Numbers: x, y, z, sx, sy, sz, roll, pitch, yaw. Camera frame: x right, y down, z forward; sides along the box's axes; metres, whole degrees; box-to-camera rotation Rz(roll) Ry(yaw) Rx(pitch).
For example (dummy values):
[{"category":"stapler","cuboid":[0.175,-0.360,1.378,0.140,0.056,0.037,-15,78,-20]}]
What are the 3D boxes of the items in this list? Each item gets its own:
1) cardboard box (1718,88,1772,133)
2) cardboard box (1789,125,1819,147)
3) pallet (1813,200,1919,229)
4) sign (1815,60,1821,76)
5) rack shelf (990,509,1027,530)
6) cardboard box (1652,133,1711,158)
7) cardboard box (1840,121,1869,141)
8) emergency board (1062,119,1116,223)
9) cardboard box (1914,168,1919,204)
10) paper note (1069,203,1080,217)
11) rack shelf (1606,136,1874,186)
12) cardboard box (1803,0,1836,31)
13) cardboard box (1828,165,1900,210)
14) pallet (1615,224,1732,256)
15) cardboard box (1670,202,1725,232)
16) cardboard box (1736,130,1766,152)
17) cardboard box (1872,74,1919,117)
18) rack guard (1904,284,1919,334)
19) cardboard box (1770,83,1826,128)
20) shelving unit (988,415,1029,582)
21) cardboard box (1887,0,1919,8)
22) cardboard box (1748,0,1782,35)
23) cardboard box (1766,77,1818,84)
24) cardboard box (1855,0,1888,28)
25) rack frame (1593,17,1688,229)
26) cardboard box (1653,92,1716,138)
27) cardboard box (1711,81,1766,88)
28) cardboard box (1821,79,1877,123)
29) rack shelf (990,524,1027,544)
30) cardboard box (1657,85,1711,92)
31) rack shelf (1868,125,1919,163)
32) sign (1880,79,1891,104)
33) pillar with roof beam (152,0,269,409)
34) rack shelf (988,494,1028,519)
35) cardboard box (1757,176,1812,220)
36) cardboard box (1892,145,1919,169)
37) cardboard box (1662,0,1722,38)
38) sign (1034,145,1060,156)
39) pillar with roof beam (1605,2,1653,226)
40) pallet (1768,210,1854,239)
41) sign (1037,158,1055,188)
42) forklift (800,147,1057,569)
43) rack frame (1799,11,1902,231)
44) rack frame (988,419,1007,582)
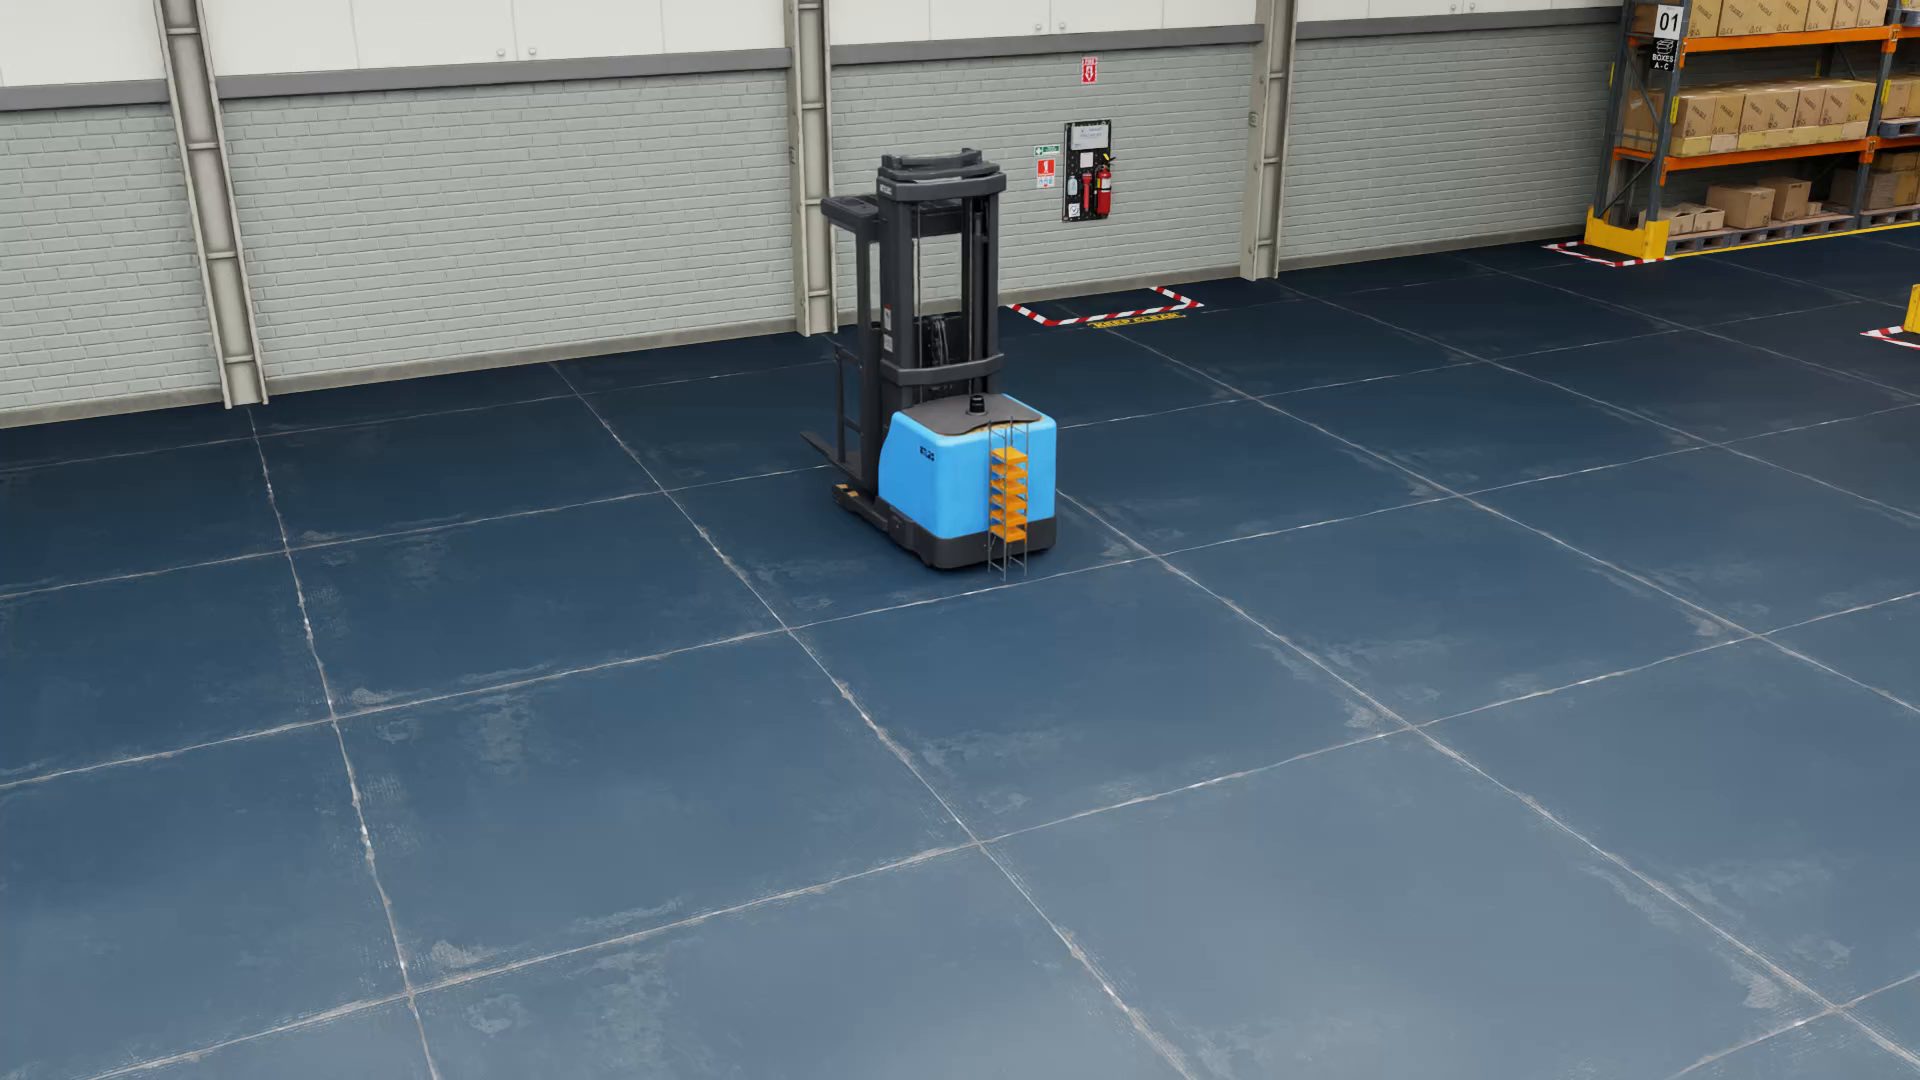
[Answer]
[{"category":"cardboard box","cuboid":[10.422,-5.740,22.206,0.500,0.500,0.500,-11,25,-25]},{"category":"cardboard box","cuboid":[11.354,-5.567,22.771,0.500,0.250,0.500,-11,25,-24]},{"category":"pallet","cuboid":[13.249,-4.820,24.442,1.213,0.211,1.003,-10,25,-24]},{"category":"sign","cuboid":[12.304,-6.705,23.834,0.005,0.325,0.100,-10,25,-24]},{"category":"rack shelf","cuboid":[0.352,-0.148,12.291,0.180,0.103,0.258,-13,26,-28]},{"category":"cardboard box","cuboid":[9.521,-5.227,21.948,0.500,0.250,0.500,-11,25,-25]},{"category":"cardboard box","cuboid":[12.253,-5.736,23.178,0.500,0.250,0.500,-10,25,-23]},{"category":"emergency board","cuboid":[1.550,-4.338,19.630,0.643,1.169,0.194,-10,25,-24]},{"category":"cardboard box","cuboid":[14.125,-5.329,24.718,0.500,0.500,0.700,-10,25,-23]},{"category":"paper note","cuboid":[1.360,-3.925,19.785,0.142,0.148,0.016,-10,25,-24]},{"category":"rack shelf","cuboid":[10.746,-5.315,22.931,4.000,0.370,1.077,-10,25,-24]},{"category":"cardboard box","cuboid":[11.256,-7.067,22.145,0.500,0.500,0.500,-11,25,-26]},{"category":"cardboard box","cuboid":[13.204,-5.155,24.298,0.500,0.500,0.700,-10,24,-22]},{"category":"pallet","cuboid":[9.760,-4.162,22.852,1.213,0.211,1.003,-10,25,-24]},{"category":"cardboard box","cuboid":[10.120,-4.455,22.853,0.500,0.311,0.500,-8,24,-19]},{"category":"cardboard box","cuboid":[10.445,-5.400,22.367,0.500,0.250,0.500,-11,25,-24]},{"category":"cardboard box","cuboid":[13.528,-6.391,23.885,0.500,0.500,0.700,-8,24,-18]},{"category":"rack guard","cuboid":[11.074,-2.450,18.338,0.348,0.500,1.175,-10,25,-24]},{"category":"cardboard box","cuboid":[11.351,-5.916,22.632,0.500,0.500,0.500,-11,25,-25]},{"category":"shelving unit","cuboid":[0.352,-0.300,12.228,0.189,1.200,0.258,-13,26,-28]},{"category":"cardboard box","cuboid":[13.075,-7.668,23.074,0.500,0.500,0.500,-7,23,-16]},{"category":"cardboard box","cuboid":[10.319,-6.890,21.718,0.500,0.500,0.500,-9,24,-21]},{"category":"cardboard box","cuboid":[11.566,-6.175,23.258,0.500,0.500,0.500,-11,25,-24]},{"category":"cardboard box","cuboid":[12.198,-7.251,22.589,0.500,0.500,0.500,-10,24,-22]},{"category":"rack frame","cuboid":[8.944,-5.315,21.992,0.127,3.000,1.000,-10,25,-24]},{"category":"cardboard box","cuboid":[9.504,-5.577,21.815,0.500,0.500,0.500,-10,25,-24]},{"category":"cardboard box","cuboid":[10.652,-6.004,22.846,0.500,0.500,0.500,-10,25,-23]},{"category":"cardboard box","cuboid":[12.256,-6.080,23.030,0.500,0.500,0.500,-10,25,-24]},{"category":"rack shelf","cuboid":[0.352,-0.037,12.337,0.180,0.103,0.258,-13,26,-28]},{"category":"cardboard box","cuboid":[9.734,-5.833,22.433,0.500,0.500,0.500,-10,25,-23]},{"category":"rack shelf","cuboid":[14.350,-5.978,24.534,4.000,0.370,1.077,-10,25,-24]},{"category":"sign","cuboid":[12.790,-6.193,22.981,0.005,0.325,0.100,-10,25,-24]},{"category":"pillar with roof beam","cuboid":[-5.152,-4.032,11.048,0.400,9.000,9.100,-10,25,-24]},{"category":"rack shelf","cuboid":[0.352,-0.259,12.245,0.180,0.103,0.258,-13,26,-28]},{"category":"cardboard box","cuboid":[11.630,-4.841,23.540,0.500,0.500,0.500,-12,26,-28]},{"category":"cardboard box","cuboid":[14.067,-5.663,24.545,0.500,0.250,0.500,-11,25,-25]},{"category":"cardboard box","cuboid":[9.354,-6.726,21.321,0.500,0.500,0.500,-10,24,-22]},{"category":"sign","cuboid":[1.015,-4.540,19.381,0.331,0.109,0.001,-10,25,-24]},{"category":"pillar with roof beam","cuboid":[11.067,-7.018,18.261,0.400,9.000,9.100,-10,25,-24]},{"category":"pallet","cuboid":[11.958,-4.567,23.830,1.213,0.211,1.003,-10,25,-24]},{"category":"sign","cuboid":[1.007,-4.298,19.487,0.234,0.329,0.001,-10,25,-24]},{"category":"forklift","cuboid":[-0.410,-1.663,13.259,1.130,2.935,3.031,-12,25,-26]},{"category":"rack frame","cuboid":[12.548,-5.979,23.595,0.127,3.000,1.000,-10,25,-24]},{"category":"rack frame","cuboid":[0.273,-0.282,12.186,0.006,1.200,0.240,-13,26,-28]}]
